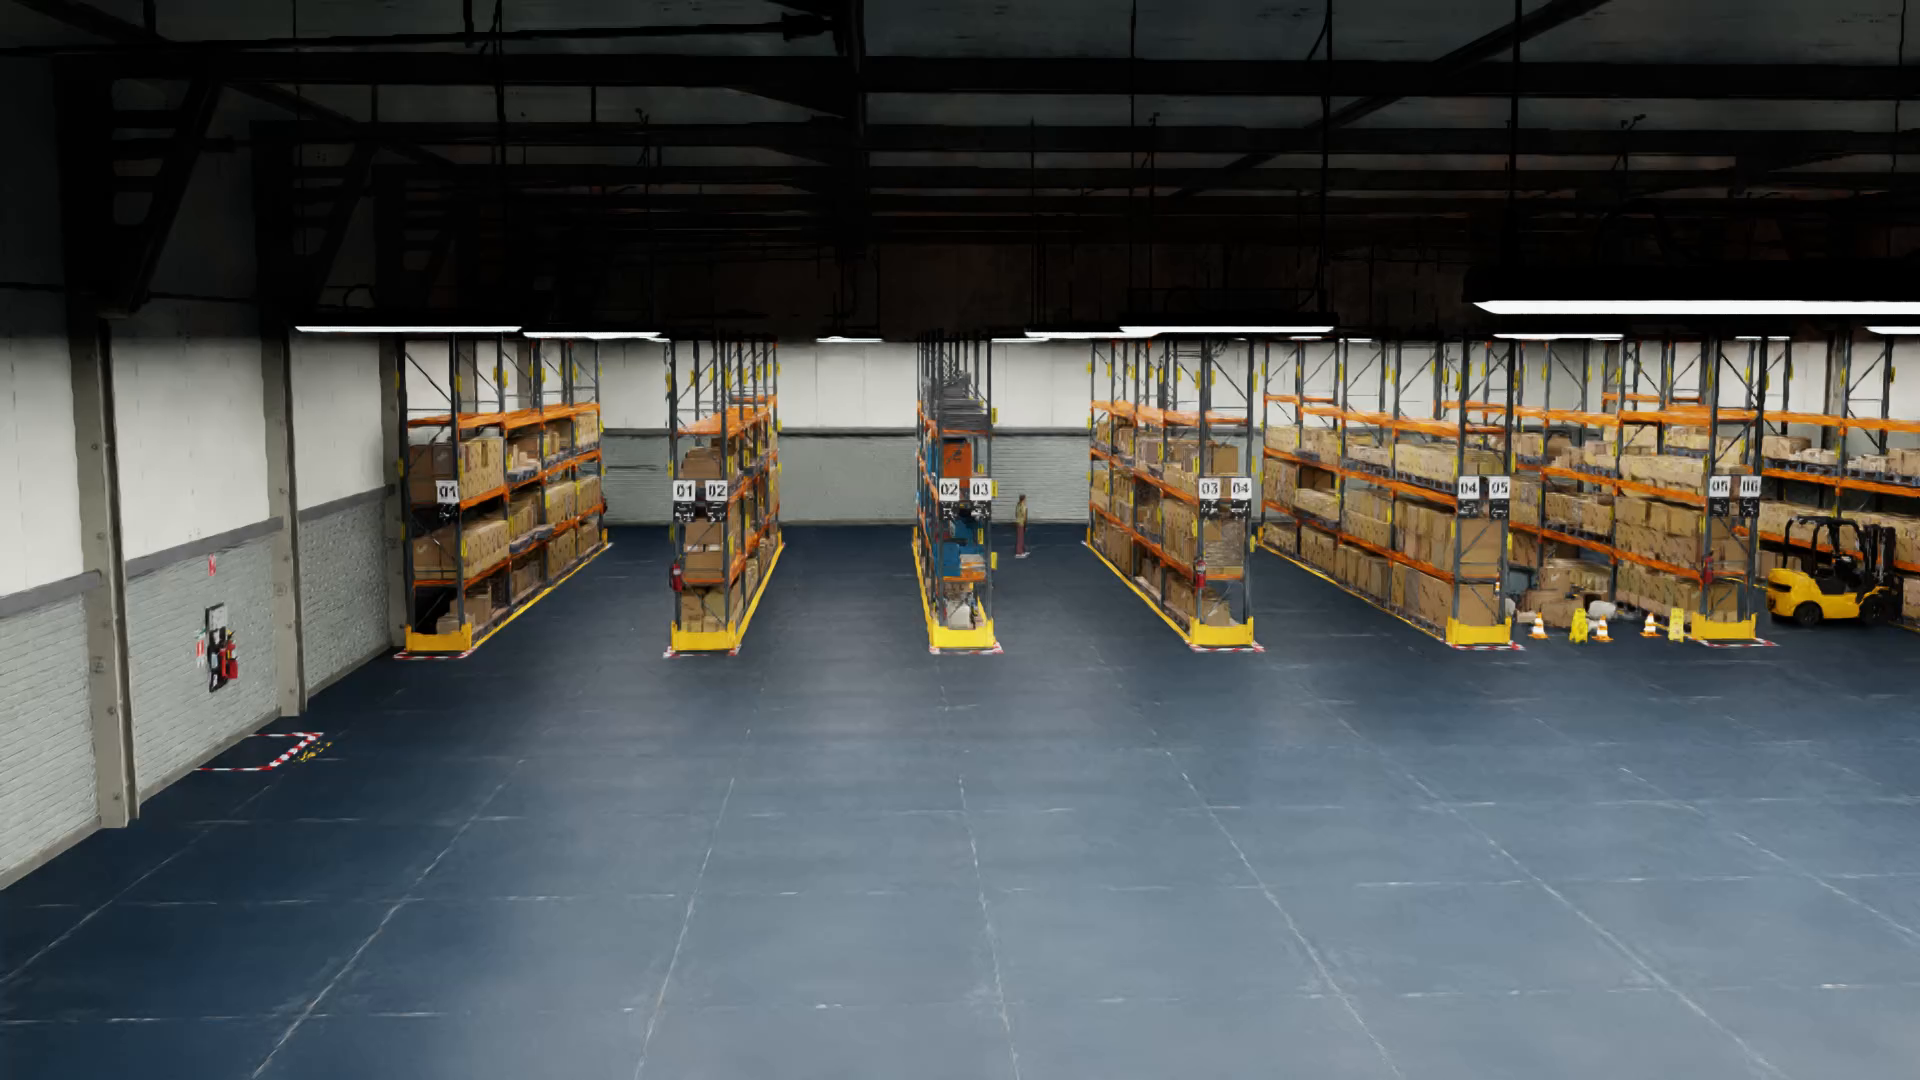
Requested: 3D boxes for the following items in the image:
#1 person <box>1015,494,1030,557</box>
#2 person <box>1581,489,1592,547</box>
[{"bbox_3d":[1.697,-0.406,44.859,0.521,1.670,0.549,-3,7,-21],"label":"person"},{"bbox_3d":[17.584,-0.597,46.582,0.615,1.644,0.587,0,7,1],"label":"person"}]
